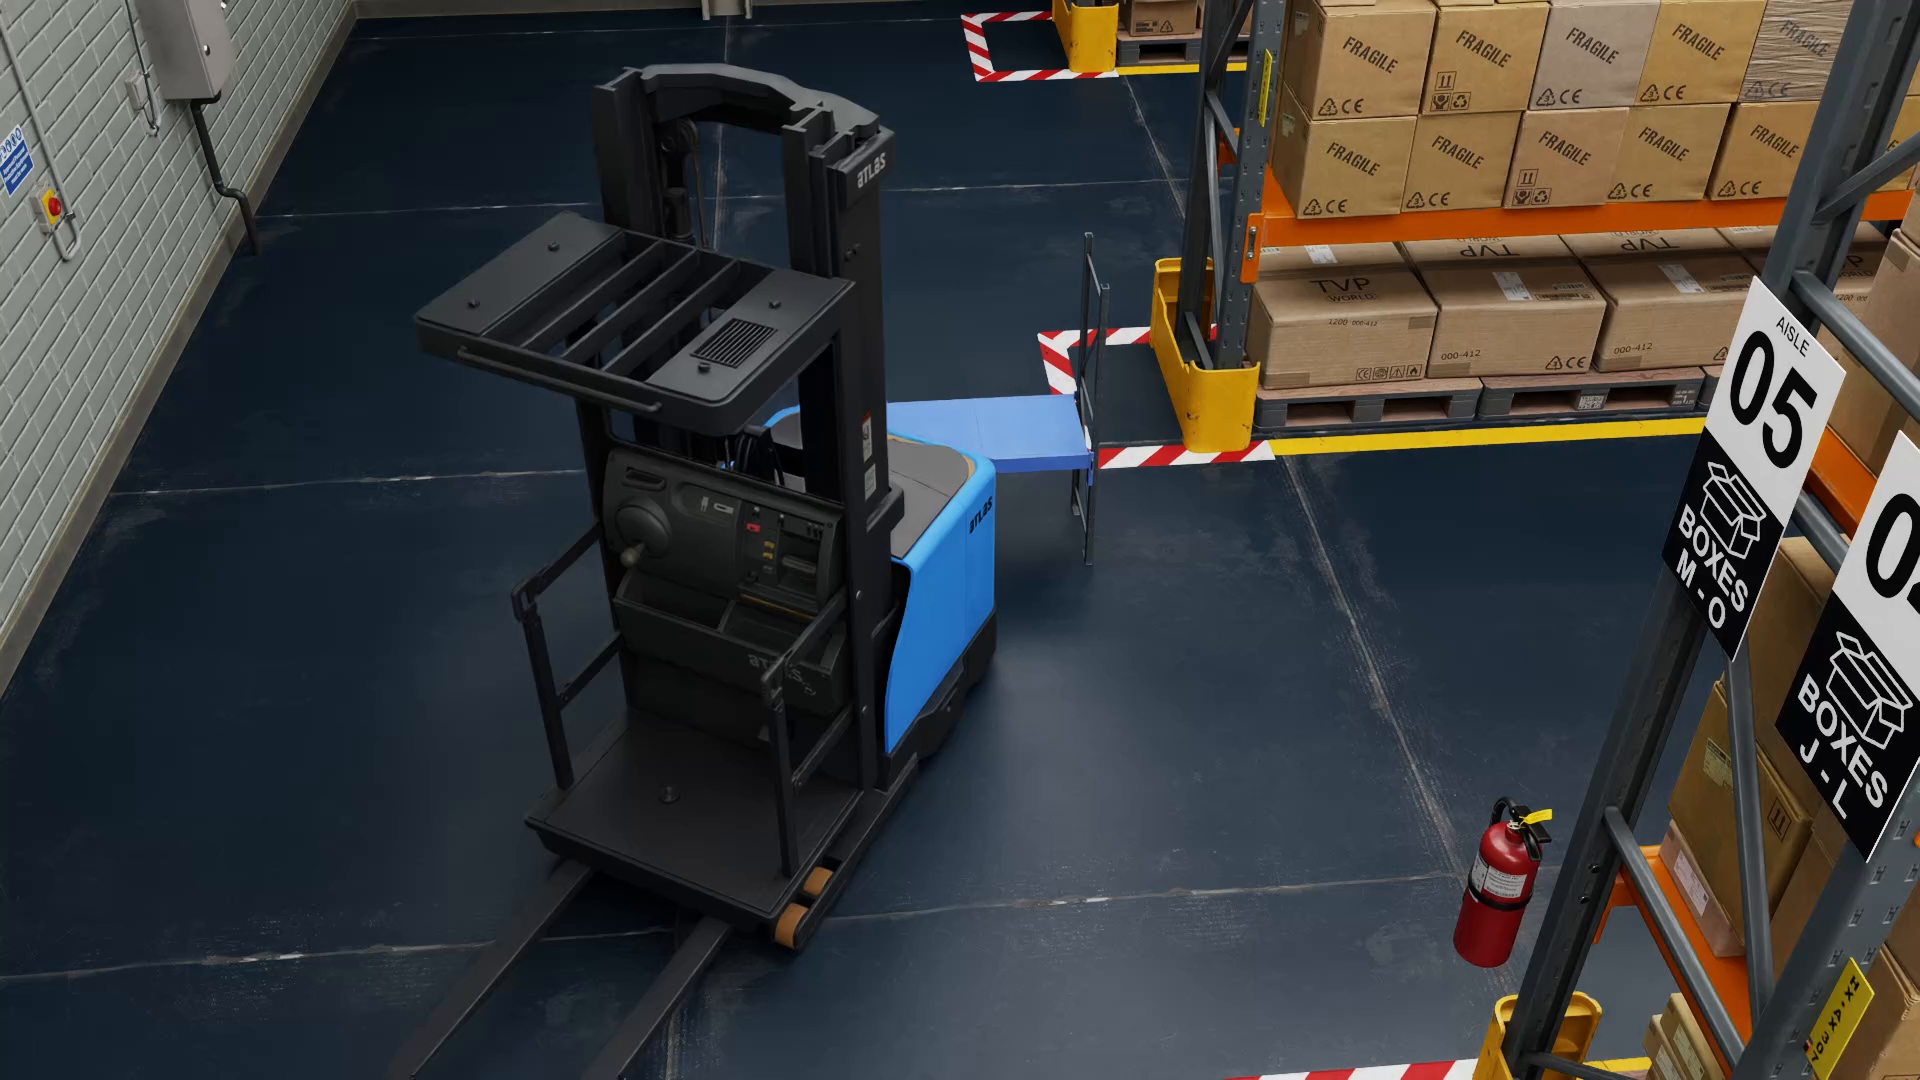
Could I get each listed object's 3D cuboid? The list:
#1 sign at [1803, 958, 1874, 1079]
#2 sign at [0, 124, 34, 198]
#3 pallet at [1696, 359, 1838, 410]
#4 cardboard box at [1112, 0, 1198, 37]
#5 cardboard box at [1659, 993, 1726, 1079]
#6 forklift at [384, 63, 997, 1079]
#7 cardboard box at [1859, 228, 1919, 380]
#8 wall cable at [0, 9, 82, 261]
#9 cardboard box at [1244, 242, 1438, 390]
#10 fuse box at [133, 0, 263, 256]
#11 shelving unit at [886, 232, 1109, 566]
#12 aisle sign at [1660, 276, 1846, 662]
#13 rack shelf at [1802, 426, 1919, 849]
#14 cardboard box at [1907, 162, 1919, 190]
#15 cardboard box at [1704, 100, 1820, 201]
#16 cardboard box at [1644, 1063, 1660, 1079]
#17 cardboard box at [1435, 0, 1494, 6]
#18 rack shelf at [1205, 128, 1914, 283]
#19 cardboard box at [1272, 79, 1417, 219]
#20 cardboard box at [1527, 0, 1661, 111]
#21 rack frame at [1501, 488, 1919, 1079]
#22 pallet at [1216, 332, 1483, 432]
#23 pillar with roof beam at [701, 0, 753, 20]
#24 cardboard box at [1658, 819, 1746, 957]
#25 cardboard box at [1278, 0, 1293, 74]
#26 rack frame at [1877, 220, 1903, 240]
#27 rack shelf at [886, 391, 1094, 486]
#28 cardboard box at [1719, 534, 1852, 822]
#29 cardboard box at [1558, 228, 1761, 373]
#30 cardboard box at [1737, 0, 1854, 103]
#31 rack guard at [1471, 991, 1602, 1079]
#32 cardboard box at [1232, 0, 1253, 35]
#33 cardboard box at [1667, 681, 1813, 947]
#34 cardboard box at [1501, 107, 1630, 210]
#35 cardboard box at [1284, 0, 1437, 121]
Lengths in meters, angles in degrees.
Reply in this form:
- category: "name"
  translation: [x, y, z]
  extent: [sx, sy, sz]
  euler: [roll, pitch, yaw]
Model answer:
- category: "sign"
  translation: [1.910, 1.048, 3.624]
  extent: [0.005, 0.325, 0.100]
  euler: [-3, 38, -4]
- category: "sign"
  translation: [-4.348, -1.745, 7.644]
  extent: [0.001, 0.218, 0.327]
  euler: [-3, 38, -4]
- category: "pallet"
  translation: [4.543, -1.127, 9.330]
  extent: [1.213, 0.211, 1.003]
  euler: [-3, 38, -4]
- category: "cardboard box"
  translation: [1.497, -4.218, 12.673]
  extent: [0.637, 0.503, 0.797]
  euler: [-5, 39, -6]
- category: "cardboard box"
  translation: [2.367, 1.588, 5.120]
  extent: [0.250, 0.149, 0.380]
  euler: [-3, 38, -3]
- category: "forklift"
  translation: [-0.936, 0.046, 5.647]
  extent: [1.130, 2.935, 3.031]
  euler: [17, 41, 20]
- category: "cardboard box"
  translation: [2.298, -0.444, 3.510]
  extent: [0.500, 0.250, 0.500]
  euler: [-4, 38, -5]
- category: "wall cable"
  translation: [-4.292, -2.083, 7.445]
  extent: [0.123, 1.953, 0.585]
  euler: [-3, 38, -4]
- category: "cardboard box"
  translation: [1.971, -1.253, 8.968]
  extent: [0.875, 0.438, 0.875]
  euler: [-4, 38, -6]
- category: "fuse box"
  translation: [-4.333, -2.470, 9.821]
  extent: [0.414, 1.711, 0.539]
  euler: [-3, 38, -4]
- category: "shelving unit"
  translation: [0.085, -0.593, 7.613]
  extent: [1.048, 1.500, 0.538]
  euler: [-3, 38, -4]
- category: "aisle sign"
  translation: [1.763, -0.149, 3.740]
  extent: [0.004, 0.787, 0.394]
  euler: [-3, 38, -4]
- category: "rack shelf"
  translation: [3.854, 0.048, 3.749]
  extent: [4.000, 0.370, 1.077]
  euler: [-3, 38, -4]
- category: "cardboard box"
  translation: [4.868, -2.071, 8.195]
  extent: [0.500, 0.500, 0.500]
  euler: [-3, 38, -4]
- category: "cardboard box"
  translation: [3.856, -2.003, 8.108]
  extent: [0.500, 0.500, 0.500]
  euler: [-4, 38, -5]
- category: "cardboard box"
  translation: [2.368, 1.850, 5.269]
  extent: [0.250, 0.149, 0.380]
  euler: [-3, 38, -3]
- category: "cardboard box"
  translation: [2.225, -2.533, 7.449]
  extent: [0.250, 0.149, 0.380]
  euler: [-2, 38, -3]
- category: "rack shelf"
  translation: [3.315, -1.823, 8.542]
  extent: [4.000, 0.370, 1.077]
  euler: [-3, 38, -4]
- category: "cardboard box"
  translation: [1.826, -1.884, 7.958]
  extent: [0.500, 0.500, 0.500]
  euler: [-3, 38, -4]
- category: "cardboard box"
  translation: [2.852, -2.344, 7.733]
  extent: [0.500, 0.500, 0.500]
  euler: [-3, 38, -4]
- category: "rack frame"
  translation: [1.862, 1.053, 4.316]
  extent: [0.127, 3.000, 1.000]
  euler: [-3, 38, -4]
- category: "pallet"
  translation: [2.112, -0.993, 9.160]
  extent: [1.213, 0.211, 1.003]
  euler: [-3, 38, -4]
- category: "pillar with roof beam"
  translation: [-1.505, -5.165, 7.354]
  extent: [0.400, 9.000, 9.100]
  euler: [-3, 38, -4]
- category: "cardboard box"
  translation: [2.162, 0.959, 4.638]
  extent: [0.250, 0.149, 0.380]
  euler: [-3, 38, -4]
- category: "cardboard box"
  translation: [1.782, -2.601, 8.059]
  extent: [0.500, 0.500, 0.500]
  euler: [-2, 38, -2]
- category: "rack frame"
  translation: [5.307, -2.215, 8.458]
  extent: [0.127, 3.000, 1.000]
  euler: [-3, 38, -4]
- category: "rack shelf"
  translation: [0.085, -0.452, 7.725]
  extent: [1.000, 0.185, 0.538]
  euler: [-3, 38, -4]
- category: "cardboard box"
  translation: [2.296, 0.326, 4.110]
  extent: [0.500, 0.500, 0.500]
  euler: [-4, 38, -5]
- category: "cardboard box"
  translation: [3.780, -1.357, 9.099]
  extent: [0.875, 0.438, 0.875]
  euler: [-4, 38, -5]
- category: "cardboard box"
  translation: [3.849, -2.394, 7.797]
  extent: [0.500, 0.500, 0.500]
  euler: [-3, 38, -3]
- category: "rack guard"
  translation: [1.938, 2.030, 5.096]
  extent: [0.348, 0.500, 1.175]
  euler: [-3, 38, -4]
- category: "cardboard box"
  translation: [2.352, -4.240, 12.703]
  extent: [0.500, 0.500, 0.700]
  euler: [-2, 38, -2]
- category: "cardboard box"
  translation: [2.287, 0.713, 4.426]
  extent: [0.500, 0.500, 0.500]
  euler: [-2, 38, -3]
- category: "cardboard box"
  translation: [2.836, -1.946, 8.036]
  extent: [0.500, 0.500, 0.500]
  euler: [-3, 38, -4]
- category: "cardboard box"
  translation: [1.826, -2.278, 7.650]
  extent: [0.500, 0.500, 0.500]
  euler: [-4, 38, -5]
